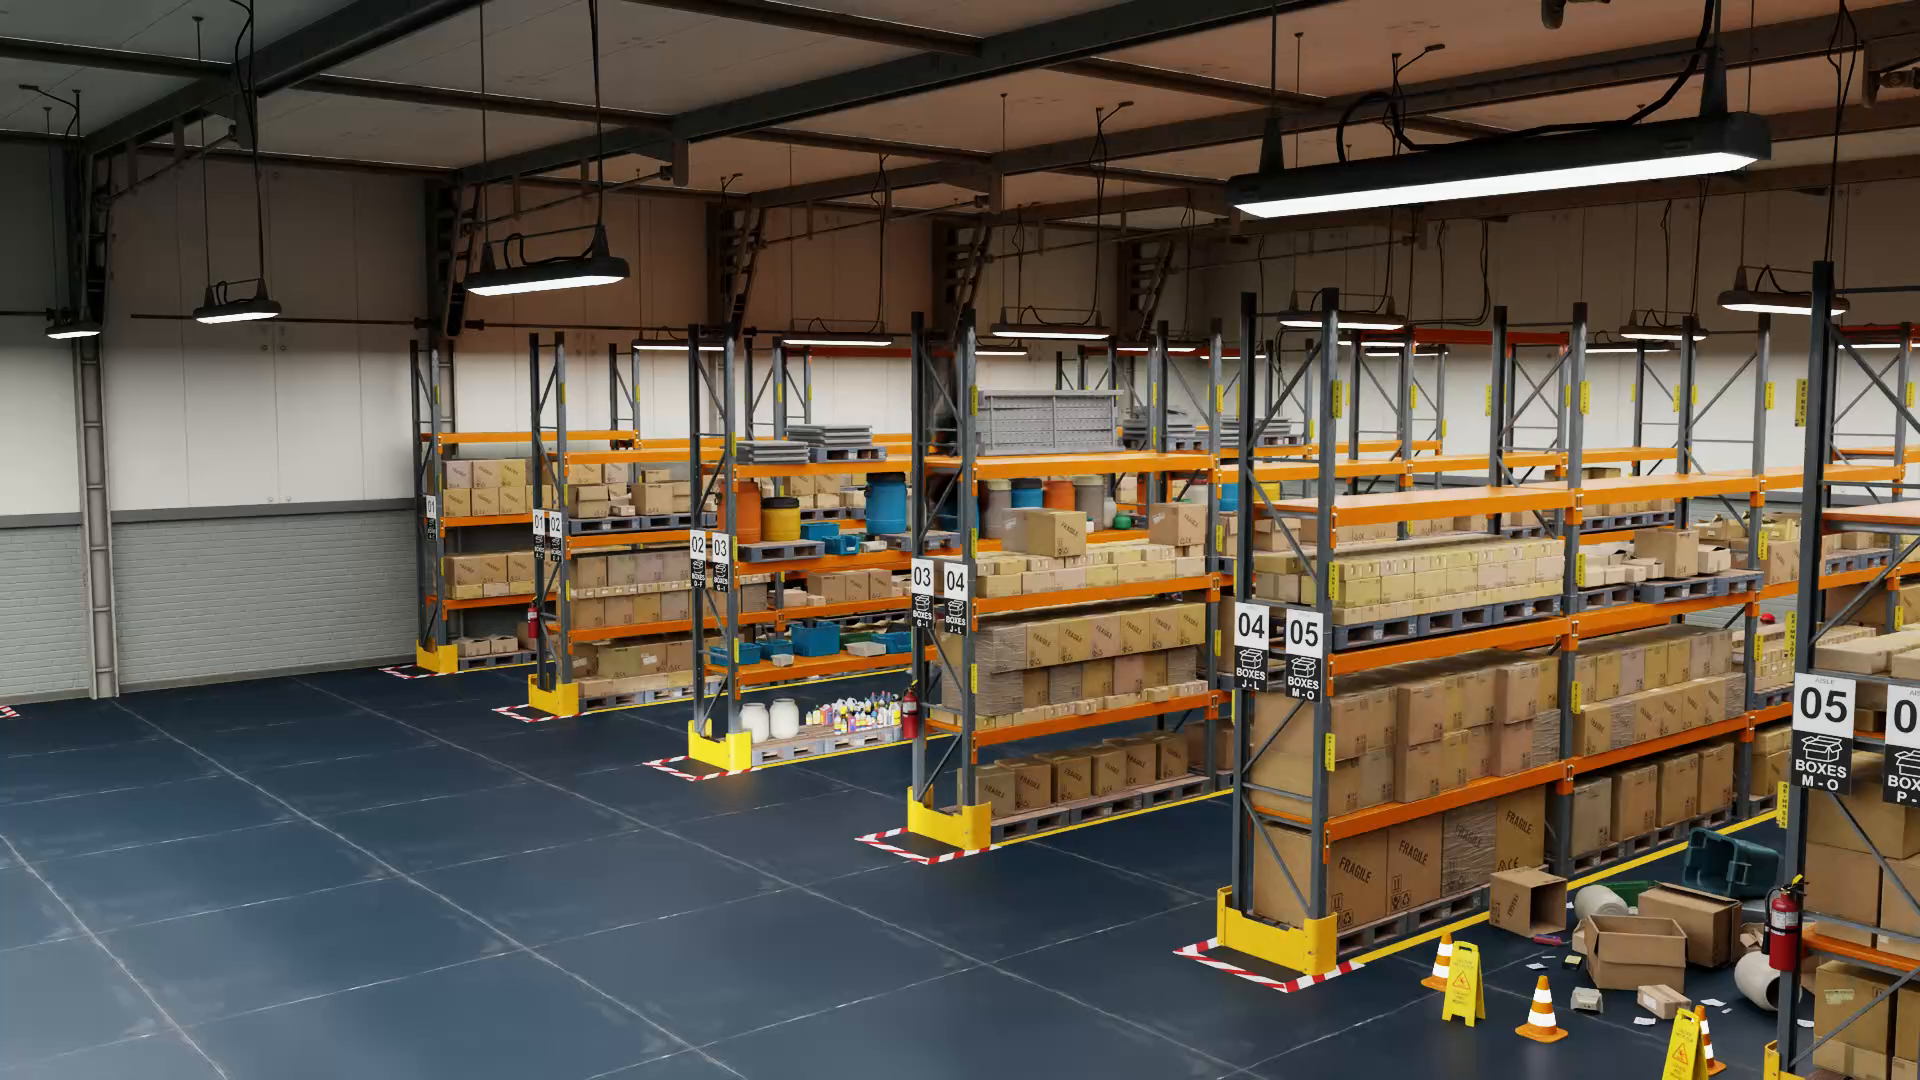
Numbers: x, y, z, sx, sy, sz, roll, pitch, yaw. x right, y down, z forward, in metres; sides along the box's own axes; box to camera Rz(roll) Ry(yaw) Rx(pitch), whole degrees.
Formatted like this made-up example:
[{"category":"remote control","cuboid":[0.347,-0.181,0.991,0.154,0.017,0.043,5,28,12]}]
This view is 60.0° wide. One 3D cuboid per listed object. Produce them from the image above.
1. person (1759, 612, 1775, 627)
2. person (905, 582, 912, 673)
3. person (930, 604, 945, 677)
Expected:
[{"category":"person","cuboid":[11.960,1.971,24.658,0.905,1.825,0.641,-5,7,-44]},{"category":"person","cuboid":[-0.695,1.457,28.530,0.564,1.613,0.750,4,7,36]},{"category":"person","cuboid":[-0.277,1.422,27.597,0.919,1.819,0.681,-4,6,-34]}]
